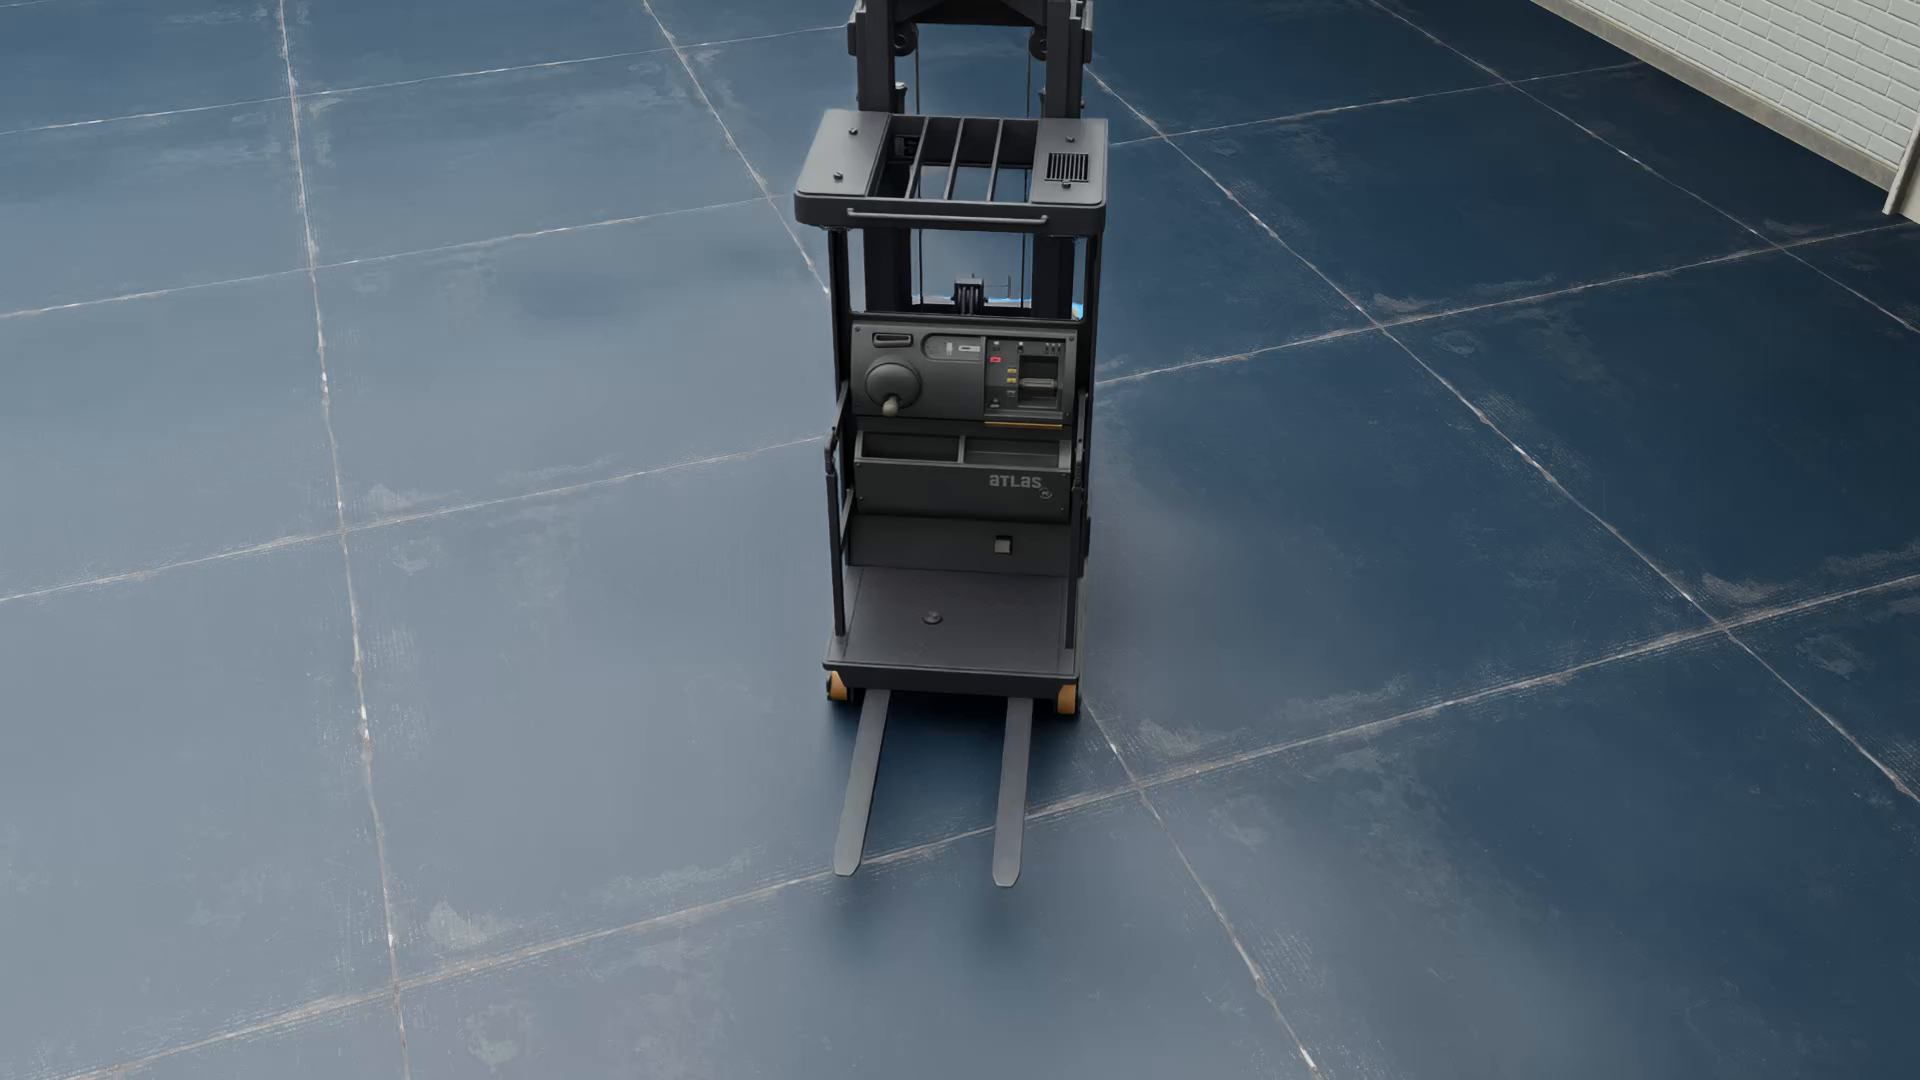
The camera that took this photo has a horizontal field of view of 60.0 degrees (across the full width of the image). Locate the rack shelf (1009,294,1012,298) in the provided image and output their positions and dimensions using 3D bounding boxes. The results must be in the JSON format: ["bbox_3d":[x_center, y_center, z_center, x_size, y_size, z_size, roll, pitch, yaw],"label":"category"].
[{"bbox_3d":[0.149,-1.074,8.409,0.215,0.259,0.240,3,37,4],"label":"rack shelf"}]

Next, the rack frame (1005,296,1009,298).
[{"bbox_3d":[0.138,-0.782,8.476,0.200,1.050,0.008,3,37,4],"label":"rack frame"}]

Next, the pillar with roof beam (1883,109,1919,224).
[{"bbox_3d":[2.417,-4.852,7.272,9.100,9.000,0.400,-12,39,-16],"label":"pillar with roof beam"}]

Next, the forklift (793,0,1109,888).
[{"bbox_3d":[-0.002,-0.620,6.697,1.130,2.935,3.031,3,37,4],"label":"forklift"}]

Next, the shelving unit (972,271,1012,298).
[{"bbox_3d":[0.149,-0.855,8.573,0.215,1.050,0.252,3,37,4],"label":"shelving unit"}]

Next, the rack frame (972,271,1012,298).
[{"bbox_3d":[0.159,-0.928,8.670,0.200,1.050,0.008,3,37,4],"label":"rack frame"}]
